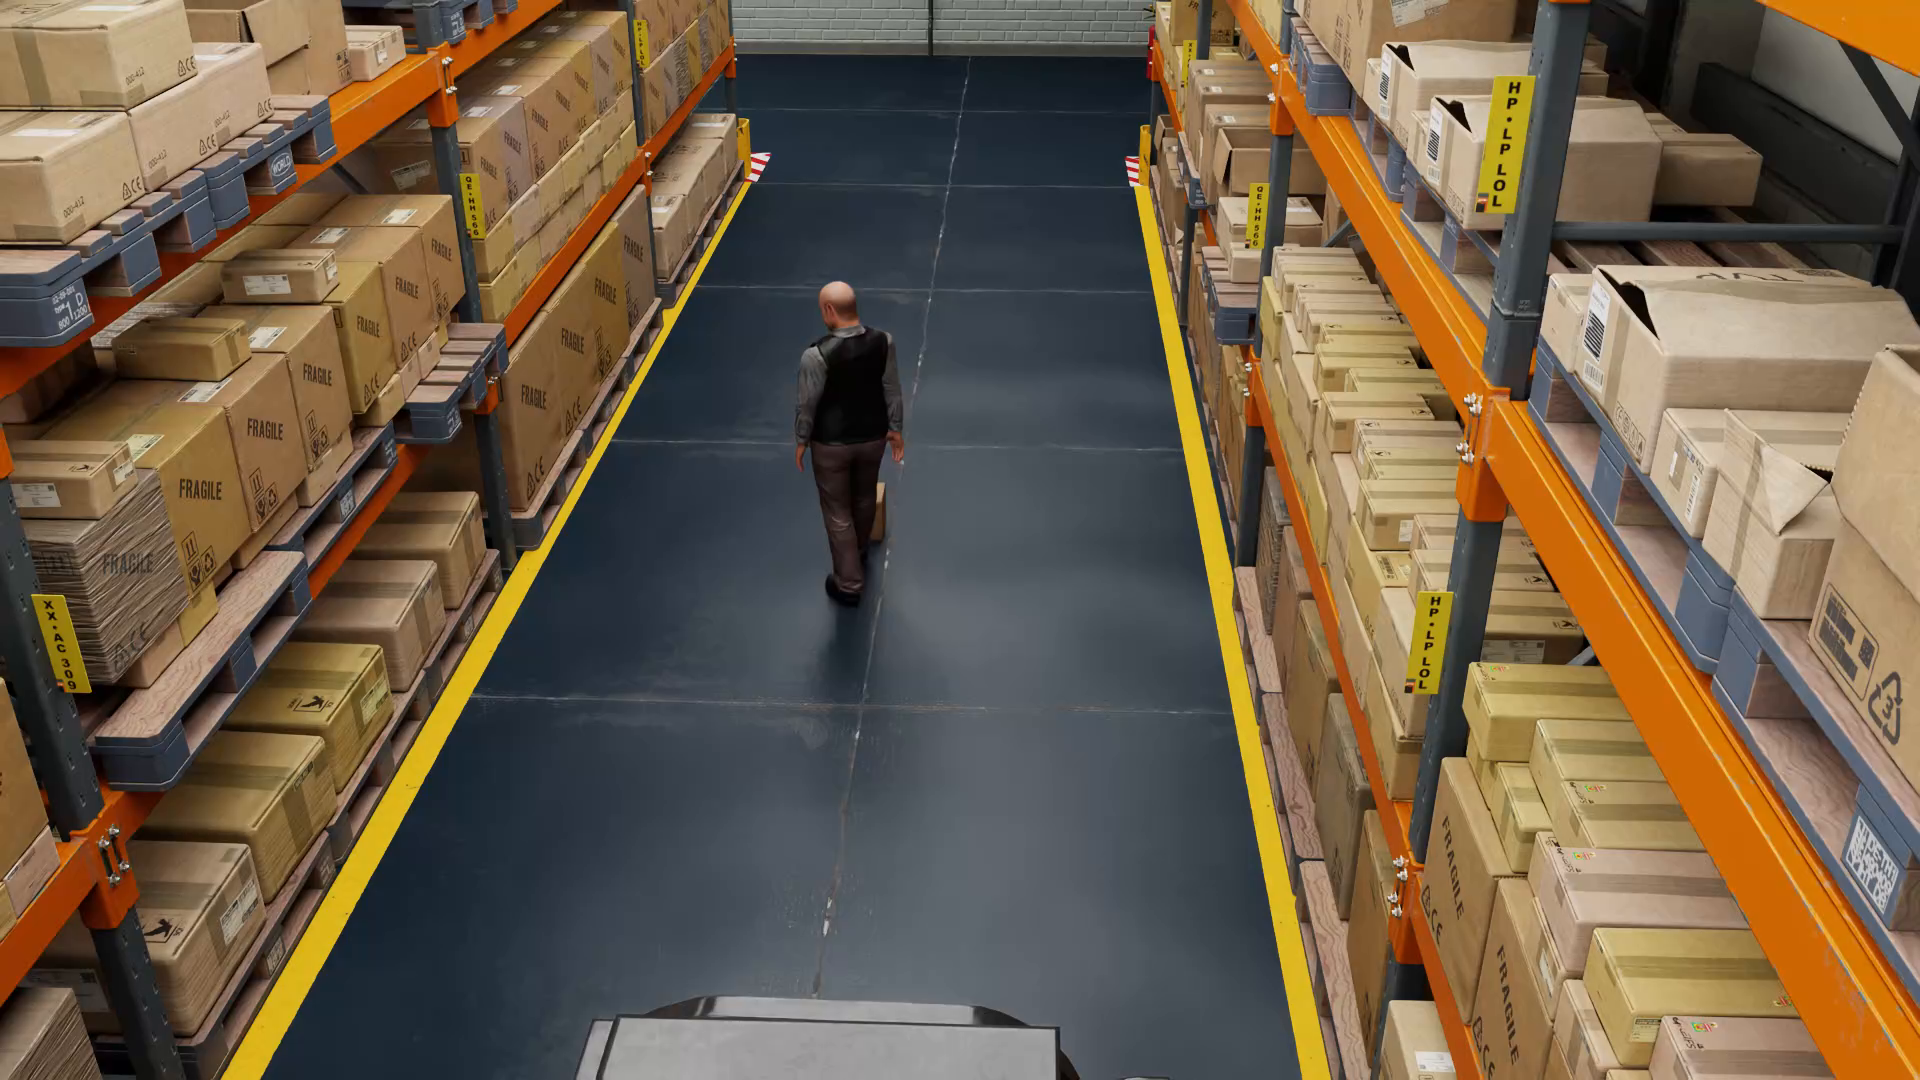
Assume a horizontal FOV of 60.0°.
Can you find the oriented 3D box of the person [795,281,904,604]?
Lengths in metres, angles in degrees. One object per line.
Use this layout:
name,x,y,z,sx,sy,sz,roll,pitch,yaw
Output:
person,-0.638,-0.559,8.680,0.573,1.696,0.715,-14,31,-25
